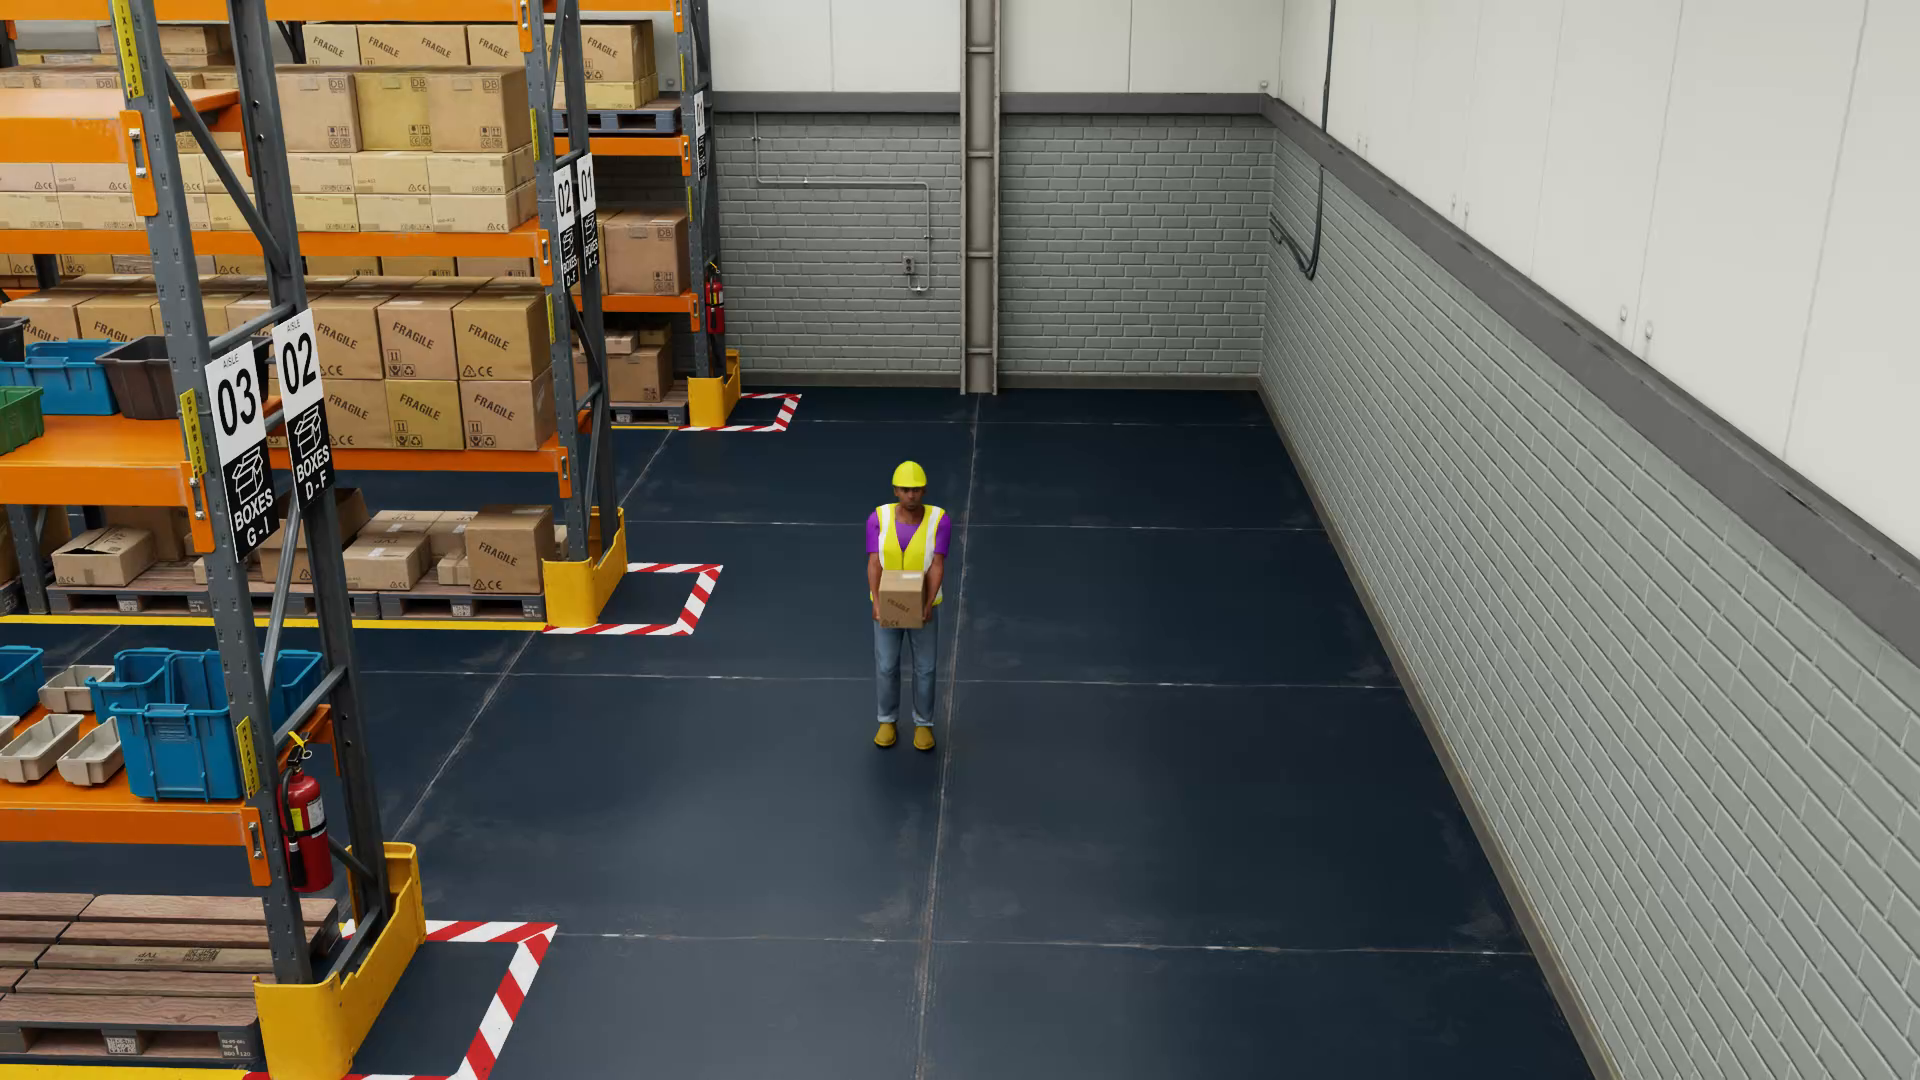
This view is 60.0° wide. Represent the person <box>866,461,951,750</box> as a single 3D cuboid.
[{"bbox_3d":[-0.312,0.421,9.936,0.504,1.760,0.583,1,21,3],"label":"person"}]
